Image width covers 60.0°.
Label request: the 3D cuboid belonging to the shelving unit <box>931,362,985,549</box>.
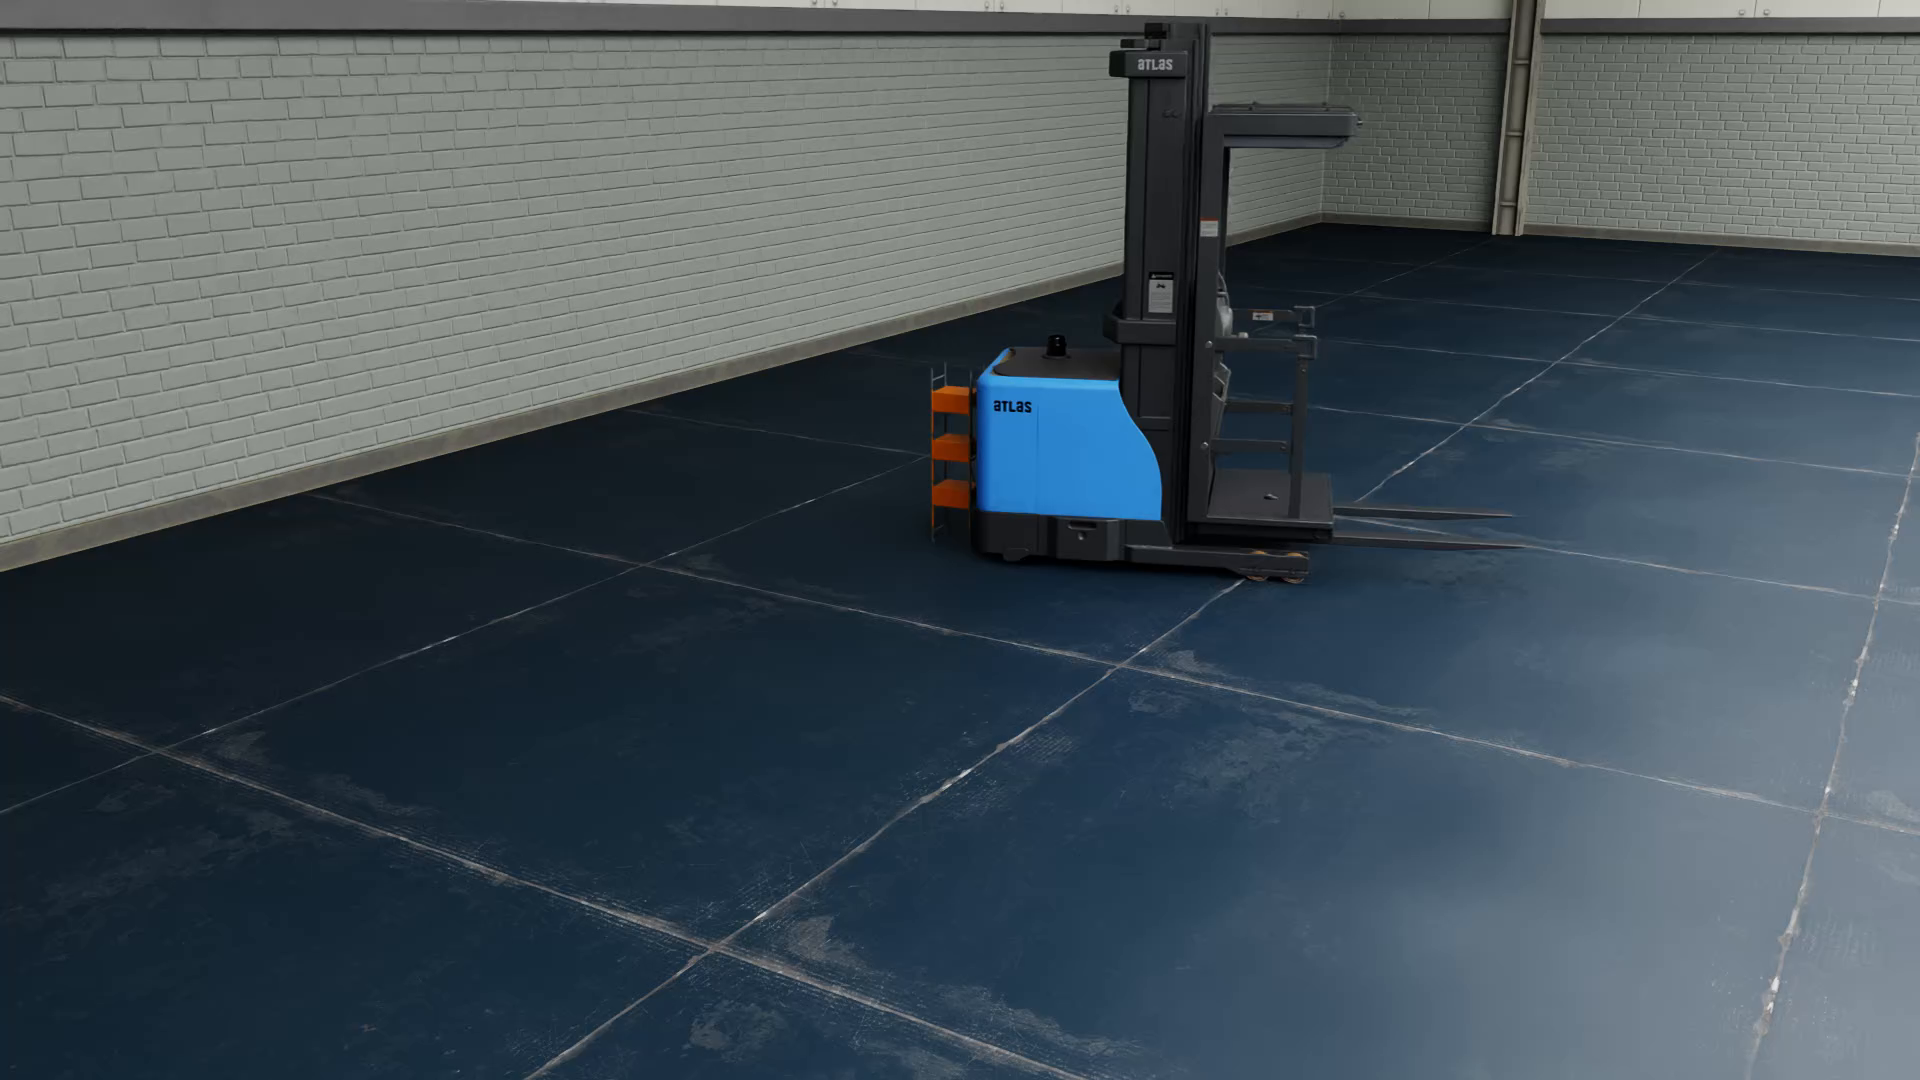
[{"bbox_3d":[-0.013,-0.493,9.697,0.252,1.050,0.215,7,18,23],"label":"shelving unit"}]

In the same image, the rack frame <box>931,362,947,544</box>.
[{"bbox_3d":[-0.124,-0.507,9.745,0.008,1.050,0.200,7,18,23],"label":"rack frame"}]

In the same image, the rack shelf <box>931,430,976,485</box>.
[{"bbox_3d":[-0.013,-0.483,9.700,0.240,0.259,0.215,7,18,23],"label":"rack shelf"}]

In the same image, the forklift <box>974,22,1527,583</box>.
[{"bbox_3d":[1.647,-1.333,9.226,3.031,2.935,1.130,3,17,10],"label":"forklift"}]

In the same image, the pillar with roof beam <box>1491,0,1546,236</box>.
[{"bbox_3d":[5.993,-7.848,20.234,0.400,9.000,9.100,10,20,30],"label":"pillar with roof beam"}]

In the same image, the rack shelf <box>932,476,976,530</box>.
[{"bbox_3d":[-0.013,-0.217,9.781,0.240,0.259,0.215,7,18,23],"label":"rack shelf"}]

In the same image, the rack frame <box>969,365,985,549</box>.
[{"bbox_3d":[0.098,-0.478,9.650,0.008,1.050,0.200,7,18,23],"label":"rack frame"}]

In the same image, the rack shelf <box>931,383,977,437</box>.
[{"bbox_3d":[-0.013,-0.754,9.618,0.240,0.259,0.215,7,18,23],"label":"rack shelf"}]
